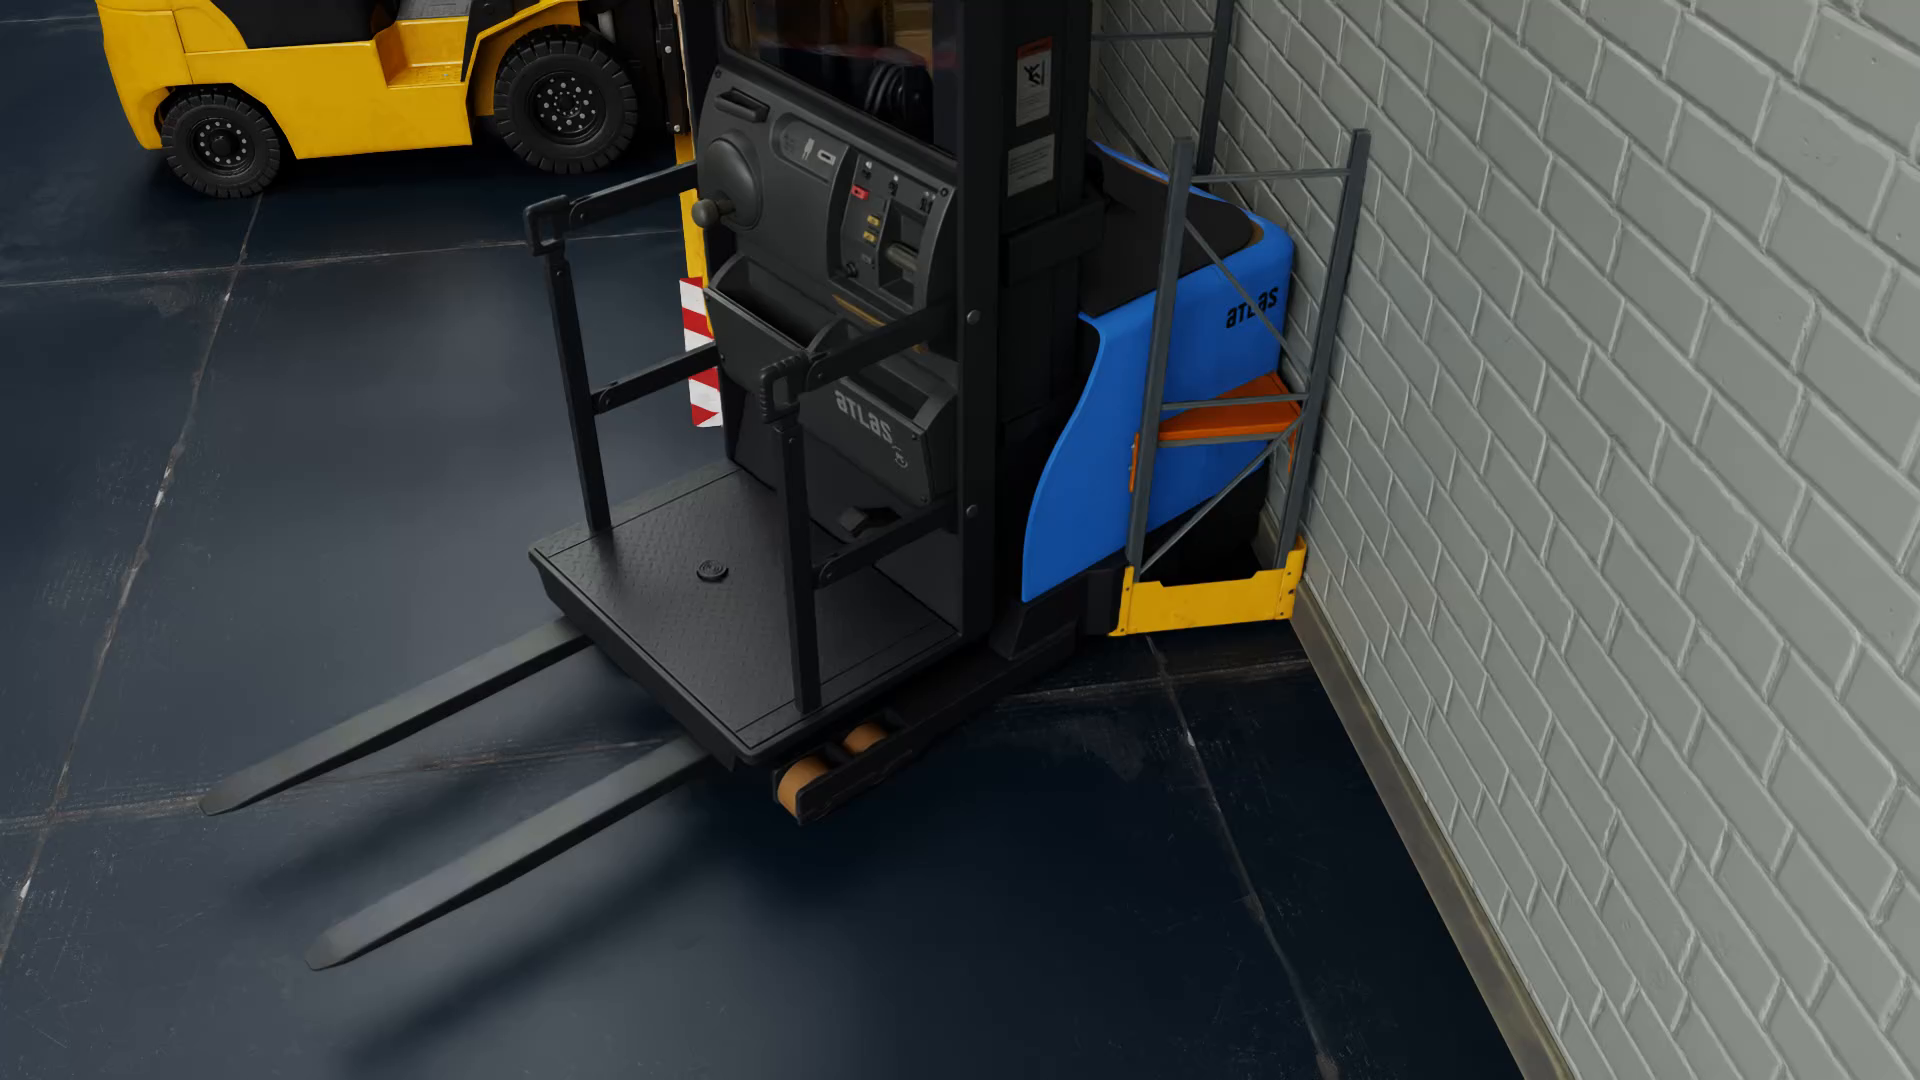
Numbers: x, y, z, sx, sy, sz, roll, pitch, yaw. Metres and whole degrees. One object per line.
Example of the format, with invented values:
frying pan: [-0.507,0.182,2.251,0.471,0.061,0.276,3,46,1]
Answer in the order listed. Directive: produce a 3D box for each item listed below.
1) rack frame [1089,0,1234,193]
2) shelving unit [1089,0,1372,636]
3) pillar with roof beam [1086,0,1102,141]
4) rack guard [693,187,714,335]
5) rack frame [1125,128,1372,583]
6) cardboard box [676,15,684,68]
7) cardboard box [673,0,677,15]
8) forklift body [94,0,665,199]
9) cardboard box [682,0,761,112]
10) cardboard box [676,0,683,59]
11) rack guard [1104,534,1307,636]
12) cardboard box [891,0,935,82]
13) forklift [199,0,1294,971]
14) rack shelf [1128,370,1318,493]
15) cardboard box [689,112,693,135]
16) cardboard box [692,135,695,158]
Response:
rack frame: [0.524,-0.953,5.250,0.500,1.500,0.032,-5,36,-11]
shelving unit: [0.626,-0.665,4.855,0.587,1.500,1.083,-5,36,-11]
pillar with roof beam: [-3.868,-4.542,3.762,9.100,9.000,0.400,-6,38,-8]
rack guard: [-0.391,-1.117,6.280,1.175,0.500,0.348,-6,38,-8]
rack frame: [0.731,-0.367,4.445,0.500,1.500,0.032,-5,36,-11]
cardboard box: [-0.977,-2.270,7.219,0.500,0.250,0.500,-7,38,-9]
cardboard box: [-0.977,-2.450,7.042,0.500,0.250,0.500,-6,38,-7]
forklift body: [-2.524,-2.733,7.014,2.313,2.155,1.214,-6,38,-8]
cardboard box: [-0.783,-1.838,6.255,0.500,0.250,0.500,-5,38,-6]
cardboard box: [-0.878,-2.146,6.651,0.500,0.250,0.500,-6,38,-7]
rack guard: [0.702,0.129,4.824,0.587,0.250,0.087,-5,36,-11]
cardboard box: [-0.293,-1.904,6.340,0.500,0.250,0.500,-7,38,-9]
forklift: [-0.500,-0.794,3.883,3.031,2.935,1.130,-28,46,-31]
rack shelf: [0.620,-0.514,4.952,0.538,0.185,1.000,-5,36,-11]
cardboard box: [-0.788,-1.657,6.429,0.500,0.250,0.500,-7,38,-9]
cardboard box: [-0.789,-1.449,6.568,0.500,0.250,0.500,-6,38,-8]
